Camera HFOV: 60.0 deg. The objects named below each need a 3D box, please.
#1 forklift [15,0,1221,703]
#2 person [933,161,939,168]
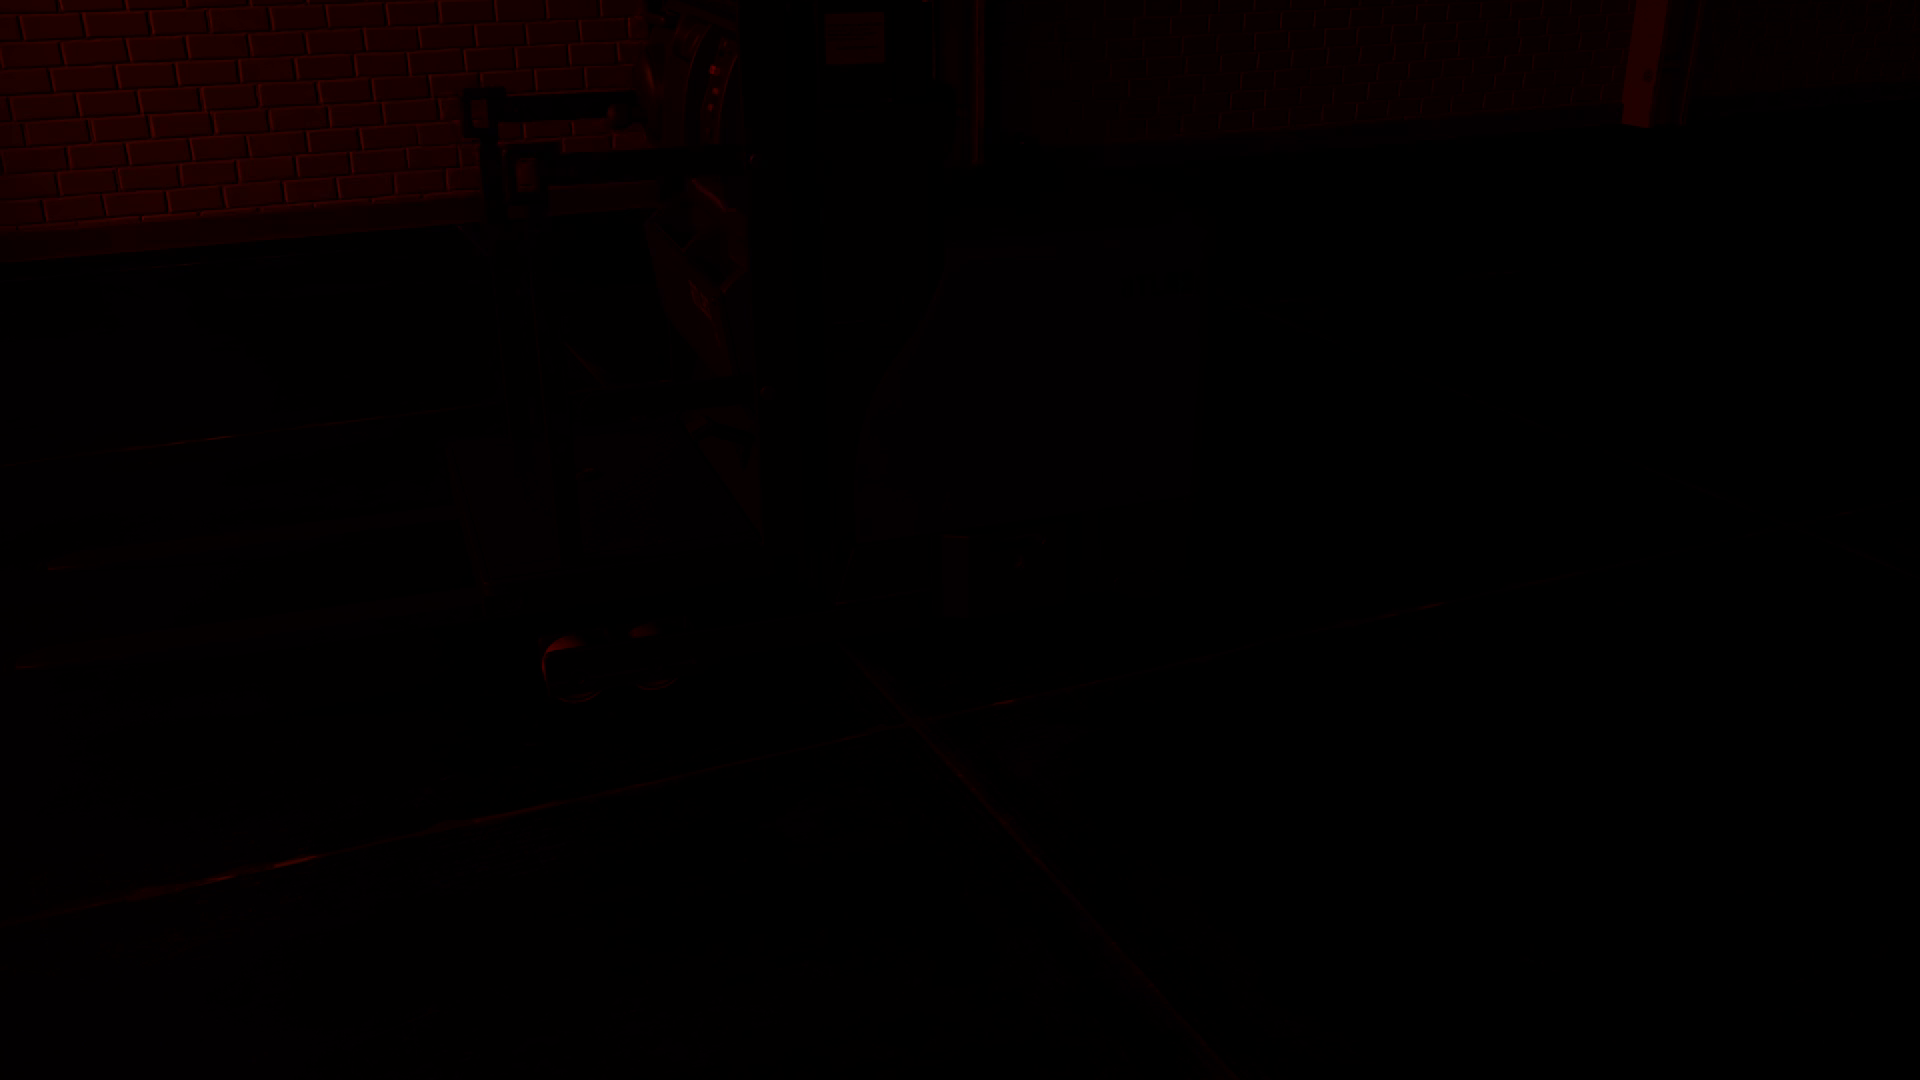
[{"bbox_3d":[-0.869,-1.177,4.119,3.031,2.935,1.130,-8,24,-19],"label":"forklift"},{"bbox_3d":[-0.195,-1.188,6.004,0.949,1.531,1.245,-19,29,-38],"label":"person"}]
